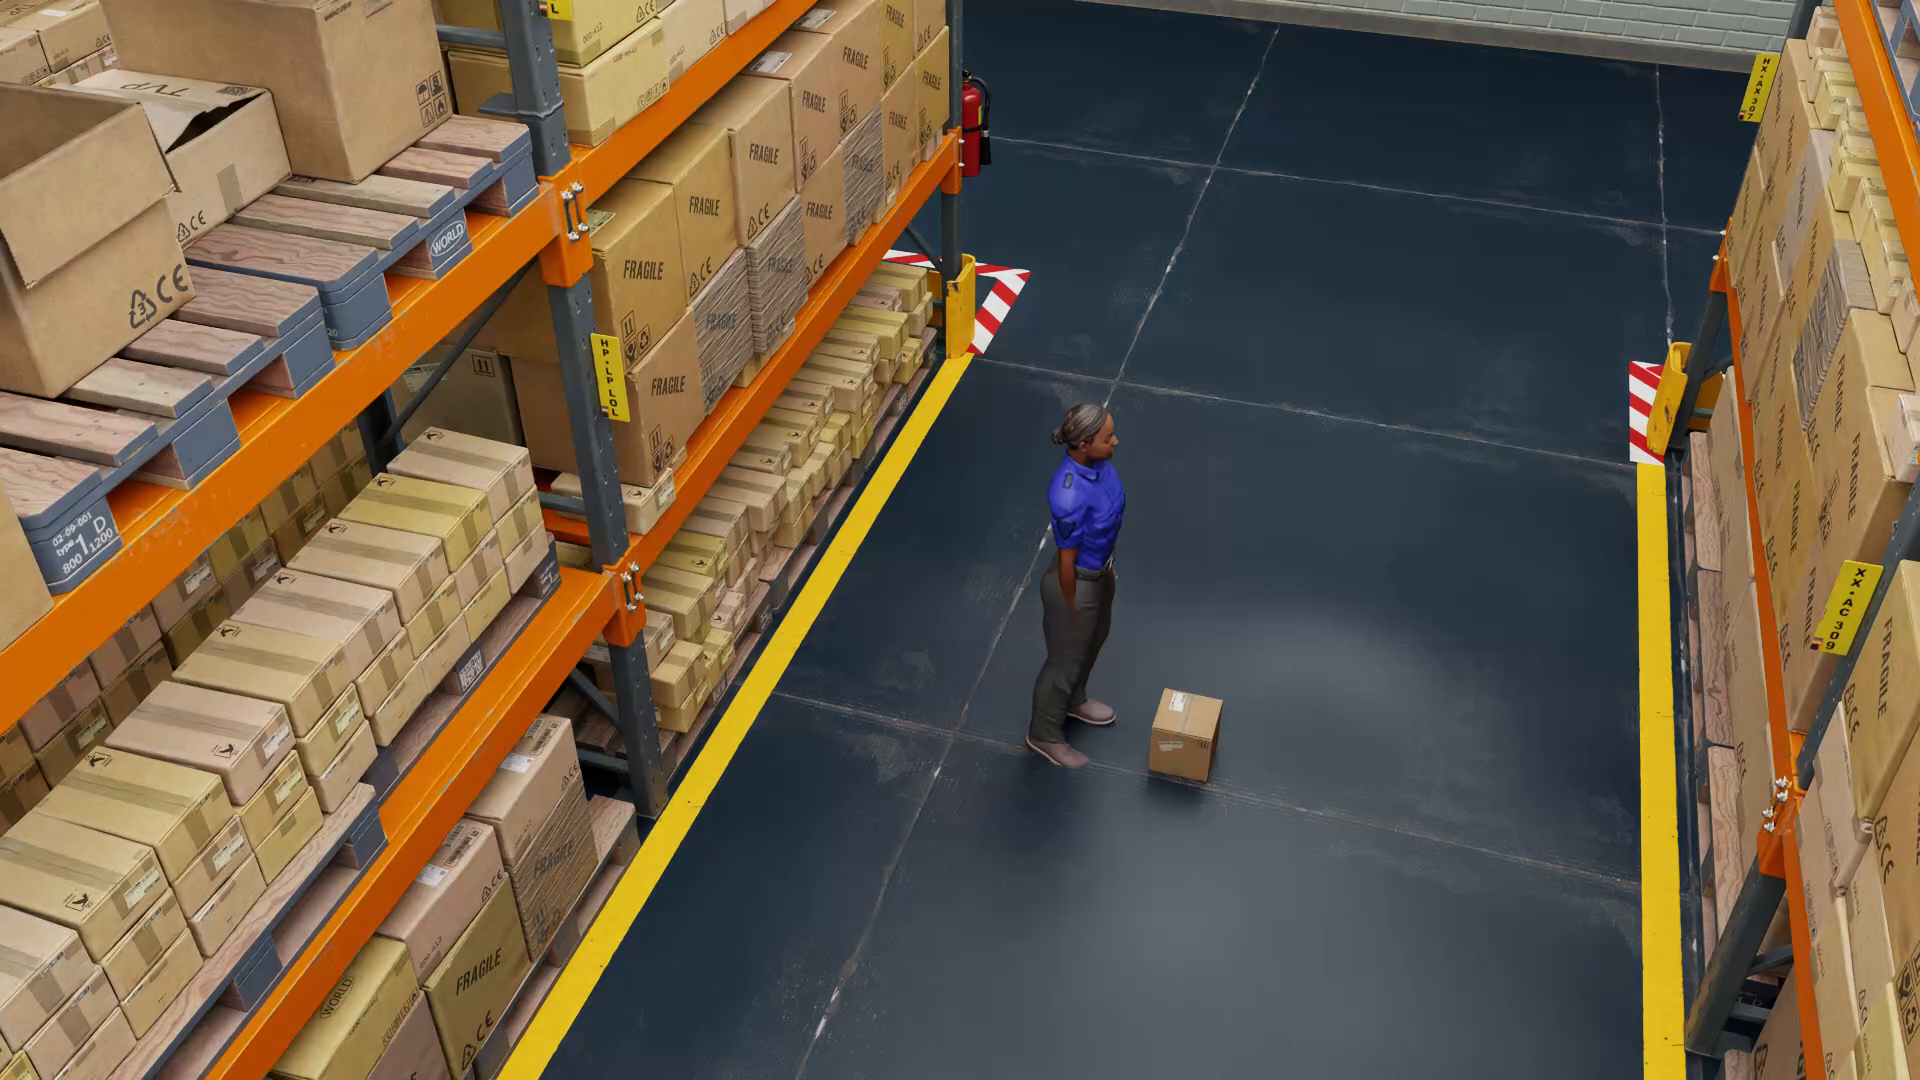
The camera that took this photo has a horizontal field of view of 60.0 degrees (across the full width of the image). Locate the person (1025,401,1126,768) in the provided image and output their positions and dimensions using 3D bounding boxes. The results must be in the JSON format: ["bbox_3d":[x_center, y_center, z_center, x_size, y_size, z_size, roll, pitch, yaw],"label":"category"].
[{"bbox_3d":[0.483,0.178,6.691,0.327,1.691,0.461,12,39,15],"label":"person"}]
